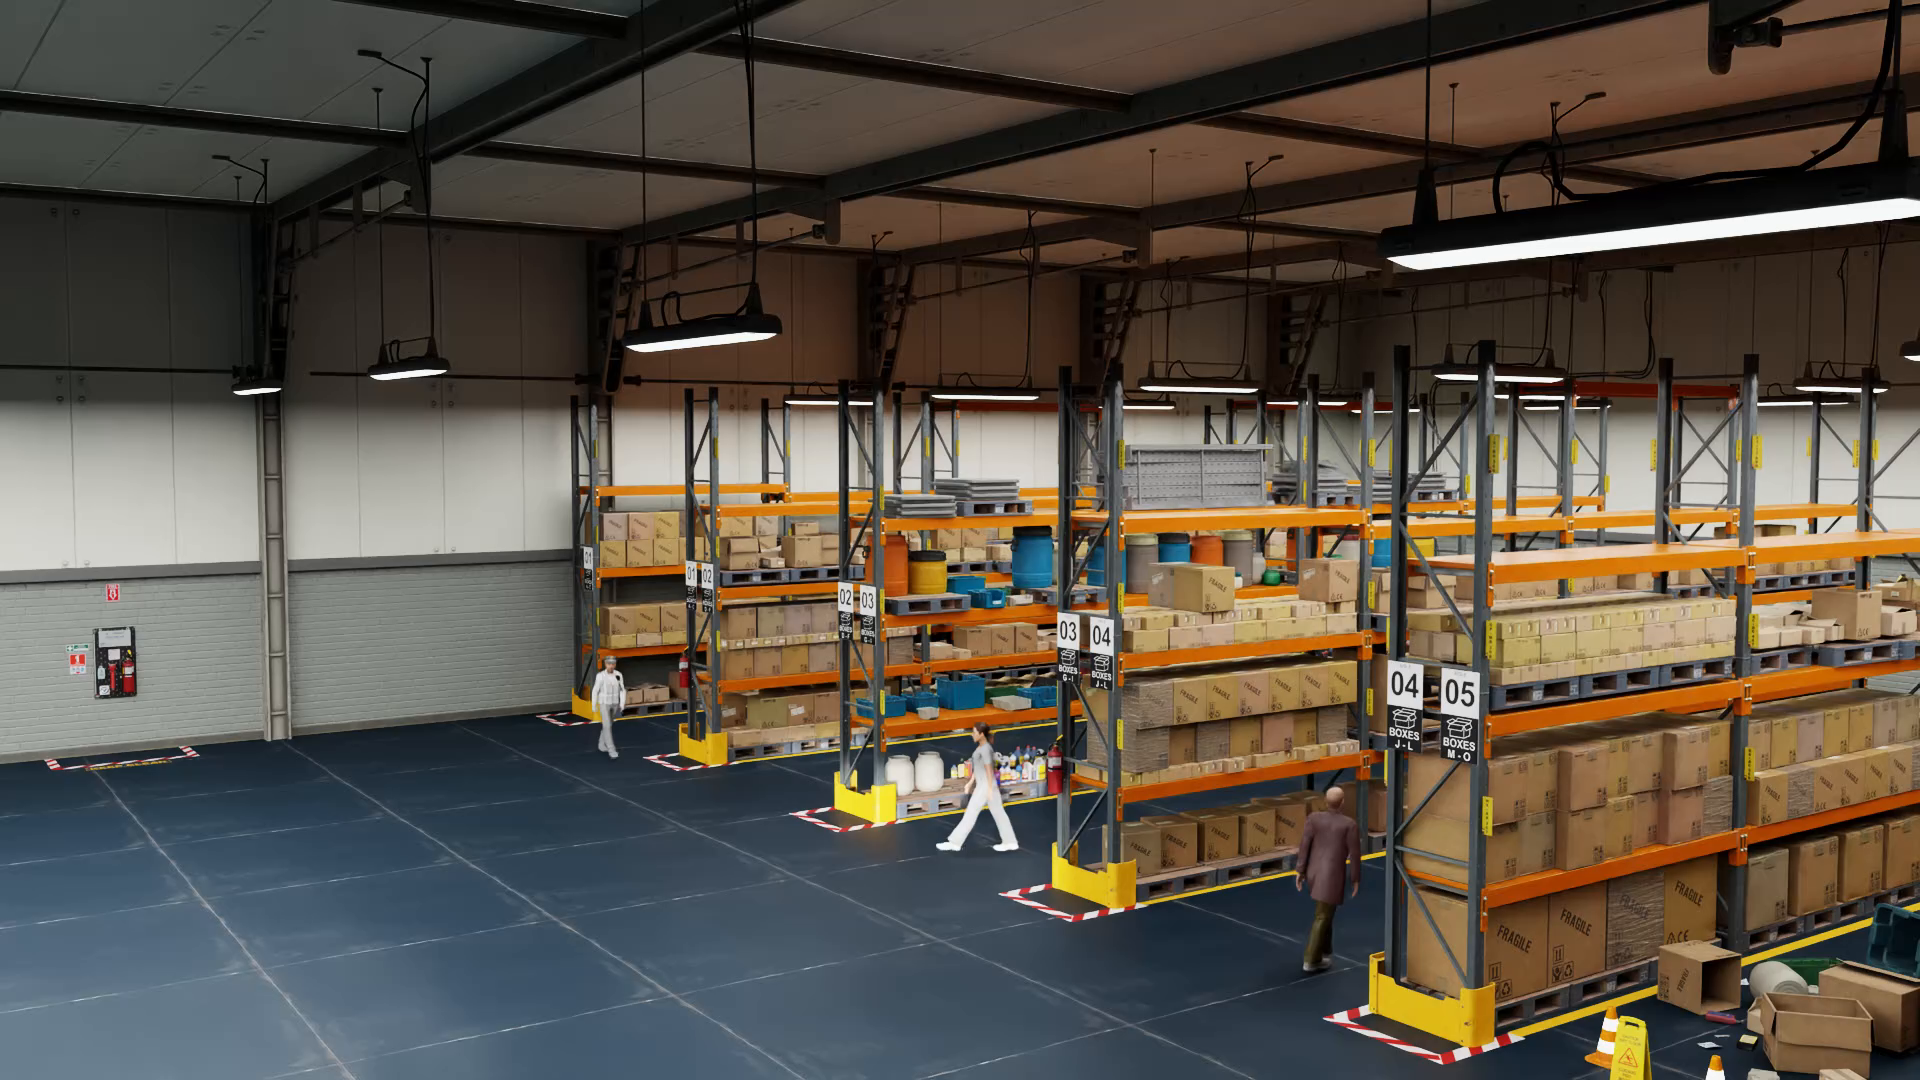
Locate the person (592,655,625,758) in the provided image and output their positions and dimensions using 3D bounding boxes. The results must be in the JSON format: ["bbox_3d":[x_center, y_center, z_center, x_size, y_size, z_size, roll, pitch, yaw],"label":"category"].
[{"bbox_3d":[-5.713,2.689,27.221,0.483,1.626,0.939,-3,5,-43],"label":"person"}]

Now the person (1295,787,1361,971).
[{"bbox_3d":[3.573,3.328,16.191,0.607,1.834,0.567,-3,4,-39],"label":"person"}]

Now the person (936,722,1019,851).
[{"bbox_3d":[0.227,3.077,20.769,1.012,1.621,0.466,0,3,5],"label":"person"}]

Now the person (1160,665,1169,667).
[{"bbox_3d":[3.800,2.515,30.111,0.553,1.790,0.585,-2,4,-33],"label":"person"}]
